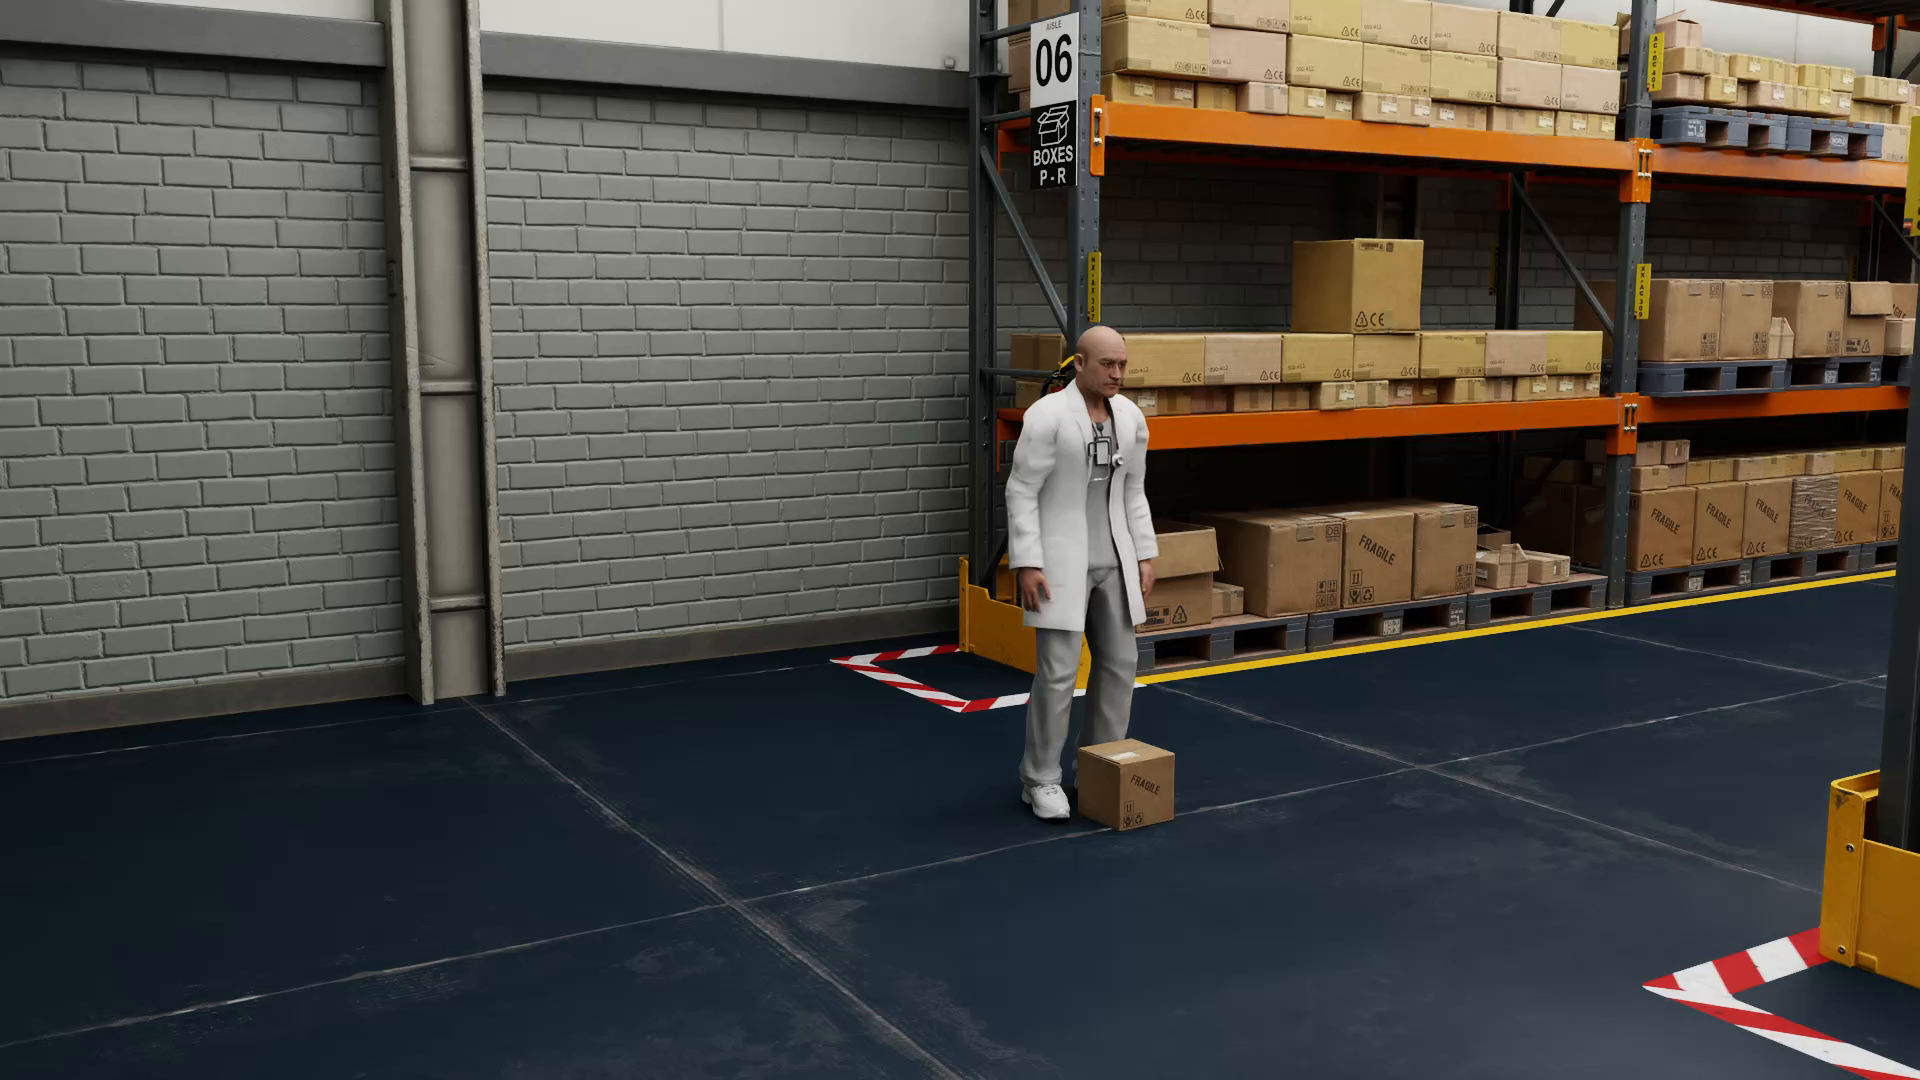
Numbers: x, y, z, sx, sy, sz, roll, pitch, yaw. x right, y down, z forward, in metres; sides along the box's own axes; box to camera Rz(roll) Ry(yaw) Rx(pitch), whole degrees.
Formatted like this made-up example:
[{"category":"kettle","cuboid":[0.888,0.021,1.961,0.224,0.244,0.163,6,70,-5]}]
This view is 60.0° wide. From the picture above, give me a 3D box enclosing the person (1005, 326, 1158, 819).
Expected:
[{"category":"person","cuboid":[0.463,0.103,6.141,0.641,1.773,0.427,-5,9,-31]}]
